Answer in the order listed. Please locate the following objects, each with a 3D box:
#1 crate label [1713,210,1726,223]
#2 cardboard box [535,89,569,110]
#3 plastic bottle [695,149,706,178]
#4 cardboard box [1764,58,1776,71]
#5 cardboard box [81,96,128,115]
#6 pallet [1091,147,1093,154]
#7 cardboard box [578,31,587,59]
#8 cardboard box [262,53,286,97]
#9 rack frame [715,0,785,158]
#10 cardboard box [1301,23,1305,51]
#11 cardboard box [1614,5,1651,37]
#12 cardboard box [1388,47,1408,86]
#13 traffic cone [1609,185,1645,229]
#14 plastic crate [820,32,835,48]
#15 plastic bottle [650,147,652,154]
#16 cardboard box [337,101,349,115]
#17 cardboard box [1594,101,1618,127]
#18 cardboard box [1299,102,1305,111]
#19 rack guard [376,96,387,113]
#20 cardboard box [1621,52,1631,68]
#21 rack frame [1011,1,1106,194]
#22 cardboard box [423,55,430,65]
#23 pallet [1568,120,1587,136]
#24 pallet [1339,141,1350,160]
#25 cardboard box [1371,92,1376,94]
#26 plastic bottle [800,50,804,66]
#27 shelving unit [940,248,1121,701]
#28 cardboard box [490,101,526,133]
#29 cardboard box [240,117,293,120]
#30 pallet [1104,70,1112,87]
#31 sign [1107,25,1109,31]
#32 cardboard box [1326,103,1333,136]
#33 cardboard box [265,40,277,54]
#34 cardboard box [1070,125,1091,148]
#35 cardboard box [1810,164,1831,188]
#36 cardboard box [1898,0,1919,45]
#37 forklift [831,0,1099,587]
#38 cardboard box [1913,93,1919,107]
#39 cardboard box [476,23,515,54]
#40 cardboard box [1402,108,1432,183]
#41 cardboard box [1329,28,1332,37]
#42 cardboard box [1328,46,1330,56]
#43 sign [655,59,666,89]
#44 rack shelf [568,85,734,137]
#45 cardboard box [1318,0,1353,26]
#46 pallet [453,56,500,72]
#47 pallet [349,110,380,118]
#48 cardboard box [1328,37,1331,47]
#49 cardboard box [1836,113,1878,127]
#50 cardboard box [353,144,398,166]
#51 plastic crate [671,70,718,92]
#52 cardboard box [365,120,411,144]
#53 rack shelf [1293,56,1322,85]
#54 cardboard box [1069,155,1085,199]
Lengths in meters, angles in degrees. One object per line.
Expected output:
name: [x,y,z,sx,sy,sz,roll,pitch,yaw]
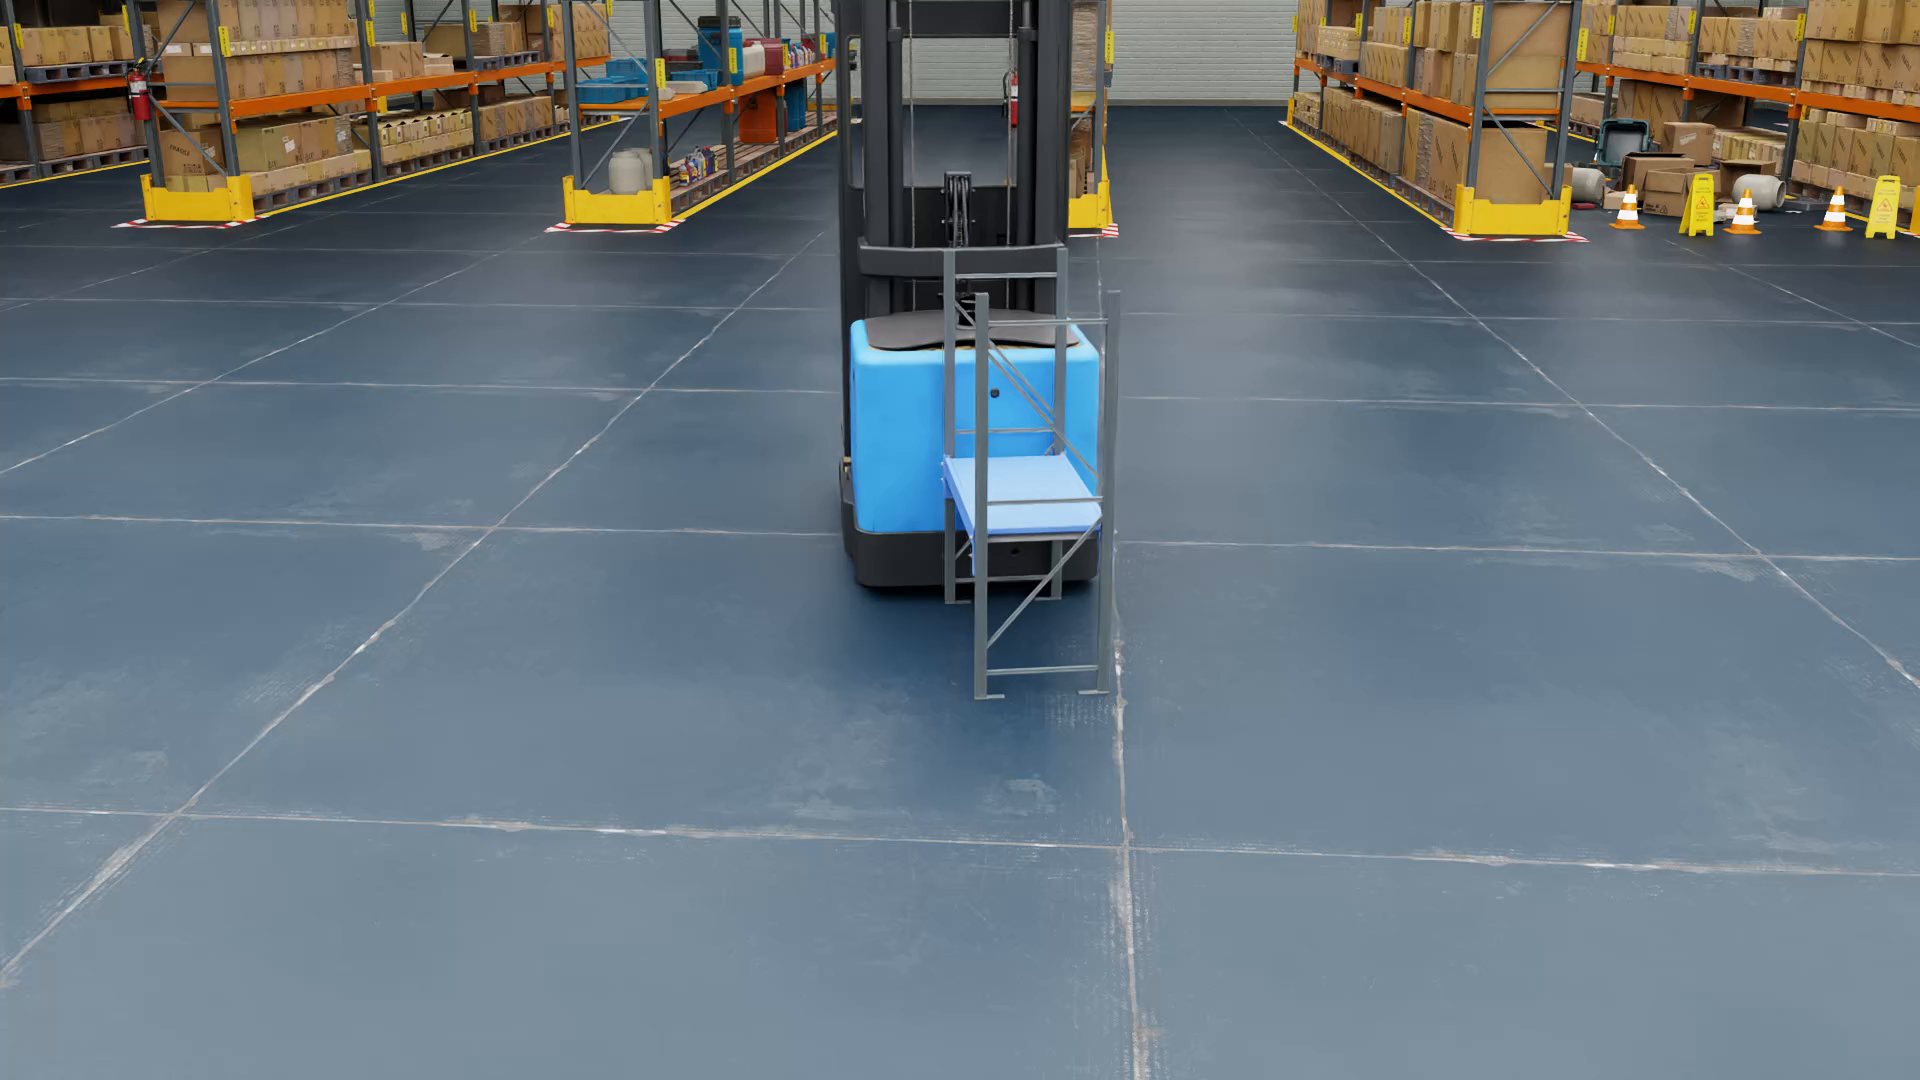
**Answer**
crate label: [8.564,-3.685,18.949,0.250,0.136,0.298,-9,20,-25]
cardboard box: [-7.818,-8.495,32.334,0.797,0.503,0.637,1,18,4]
plastic bottle: [-3.376,-4.876,21.535,0.144,0.351,0.185,1,18,4]
cardboard box: [11.025,-6.369,22.272,0.380,0.149,0.250,1,18,3]
cardboard box: [-13.279,-6.733,25.757,0.500,0.250,0.500,2,18,5]
pallet: [1.589,-5.856,25.457,1.003,0.211,1.213,1,18,4]
cardboard box: [-7.533,-9.561,32.124,0.500,0.500,0.500,1,18,3]
cardboard box: [-8.687,-5.671,20.253,0.700,0.500,0.500,1,18,4]
rack frame: [-3.294,-7.535,26.101,1.000,3.000,0.127,1,18,4]
cardboard box: [6.839,-9.655,31.935,0.500,0.500,0.500,1,18,4]
cardboard box: [11.499,-8.838,28.311,0.500,0.500,0.500,1,18,5]
cardboard box: [6.106,-6.412,22.514,0.500,0.500,0.500,1,18,3]
traffic cone: [7.467,-3.725,18.548,0.336,0.463,0.334,1,18,4]
plastic crate: [-2.558,-9.957,33.338,0.616,0.435,0.499,1,18,4]
plastic bottle: [-4.053,-5.001,21.916,0.144,0.351,0.185,2,18,5]
cardboard box: [-12.624,-8.721,33.061,0.700,0.500,0.500,1,18,2]
cardboard box: [11.970,-7.620,29.801,0.875,0.438,0.875,1,18,3]
cardboard box: [6.734,-8.357,32.036,0.380,0.149,0.250,2,18,6]
rack guard: [-12.600,-9.060,34.770,1.175,0.500,0.348,1,18,4]
cardboard box: [11.487,-8.082,28.013,0.500,0.250,0.500,1,18,3]
rack frame: [1.073,-4.940,18.180,1.000,3.000,0.127,1,18,4]
cardboard box: [-8.492,-7.331,25.621,0.500,0.311,0.500,1,18,3]
pallet: [12.035,-7.734,31.189,1.003,0.211,1.213,1,18,4]
pallet: [6.644,-6.200,26.504,1.003,0.211,1.213,1,18,4]
cardboard box: [6.962,-7.170,27.122,0.500,0.250,0.500,1,18,4]
plastic bottle: [-2.775,-8.318,28.691,0.152,0.276,0.135,1,18,4]
shelving unit: [0.244,-0.291,6.404,0.538,1.500,1.048,-2,18,-6]
cardboard box: [-7.812,-7.283,28.641,0.500,0.500,0.500,1,18,2]
cardboard box: [-8.938,-5.206,21.530,0.500,0.500,0.500,1,18,4]
pallet: [1.559,-6.325,22.716,1.003,0.211,1.213,1,18,4]
sign: [1.901,-6.583,21.807,0.100,0.325,0.005,1,18,4]
cardboard box: [6.519,-7.148,28.261,0.500,0.500,0.500,2,18,6]
cardboard box: [-8.493,-5.955,20.078,0.380,0.149,0.250,1,18,2]
cardboard box: [1.478,-5.541,23.324,0.700,0.500,0.500,1,18,4]
cardboard box: [10.905,-4.510,20.612,0.500,0.250,0.500,2,18,7]
cardboard box: [10.820,-5.703,18.266,0.700,0.500,0.500,1,18,4]
forklift: [-0.052,-1.606,8.116,1.130,2.935,3.031,-2,18,-5]
cardboard box: [10.678,-4.801,18.161,0.380,0.149,0.250,1,18,3]
cardboard box: [-8.013,-8.586,28.473,0.700,0.500,0.500,-3,18,-10]
cardboard box: [6.185,-5.036,21.212,0.875,0.875,0.875,2,18,5]
cardboard box: [6.294,-8.374,27.434,0.380,0.149,0.250,2,18,6]
cardboard box: [6.298,-8.087,27.514,0.380,0.149,0.250,1,18,3]
sign: [-3.319,-5.168,18.433,0.100,0.325,0.005,1,18,4]
rack shelf: [-3.724,-5.329,20.526,1.077,0.370,4.000,1,18,4]
cardboard box: [6.637,-9.340,29.367,0.500,0.500,0.500,1,18,2]
pallet: [-8.256,-7.767,27.119,1.213,0.211,1.003,1,18,4]
pallet: [-12.581,-8.665,34.029,1.003,0.211,1.213,1,18,4]
cardboard box: [6.297,-8.226,27.462,0.380,0.149,0.250,1,18,3]
cardboard box: [10.812,-5.060,20.044,0.380,0.149,0.250,2,18,7]
cardboard box: [-8.245,-5.417,23.378,0.500,0.250,0.500,1,18,3]
plastic crate: [-3.389,-5.872,21.265,0.499,0.251,0.616,1,18,4]
cardboard box: [-8.202,-5.842,23.774,0.500,0.311,0.500,1,18,3]
rack shelf: [7.016,-8.804,31.129,1.077,0.370,4.000,1,18,4]
cardboard box: [1.134,-4.145,19.095,0.500,0.500,0.500,5,19,14]
